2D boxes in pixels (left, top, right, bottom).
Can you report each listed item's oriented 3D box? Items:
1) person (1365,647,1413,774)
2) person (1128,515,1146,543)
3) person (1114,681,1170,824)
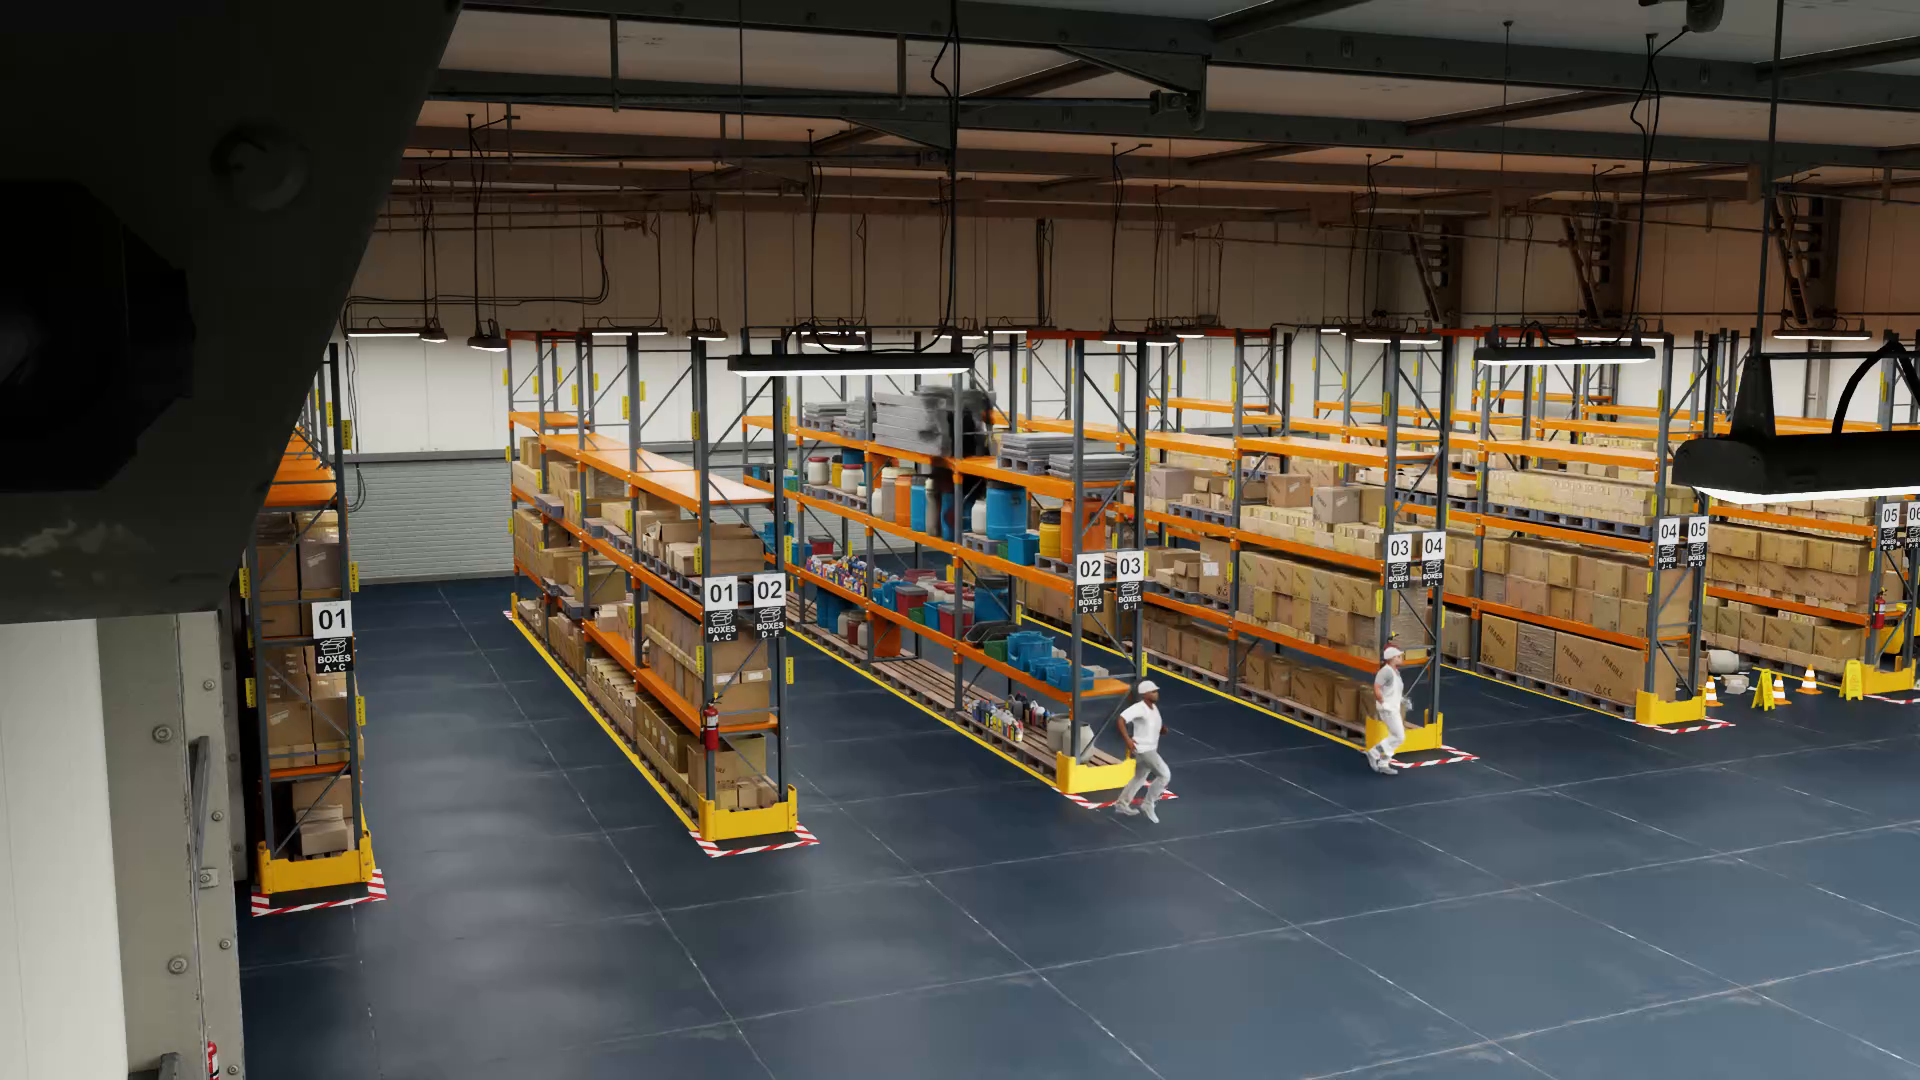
[{"bbox_3d":[5.966,2.346,23.045,0.574,1.735,0.660,3,8,23],"label":"person"},{"bbox_3d":[4.021,0.259,38.309,0.695,1.736,0.696,-2,8,-12],"label":"person"},{"bbox_3d":[2.310,2.634,20.856,0.717,1.761,0.690,2,8,16],"label":"person"}]
